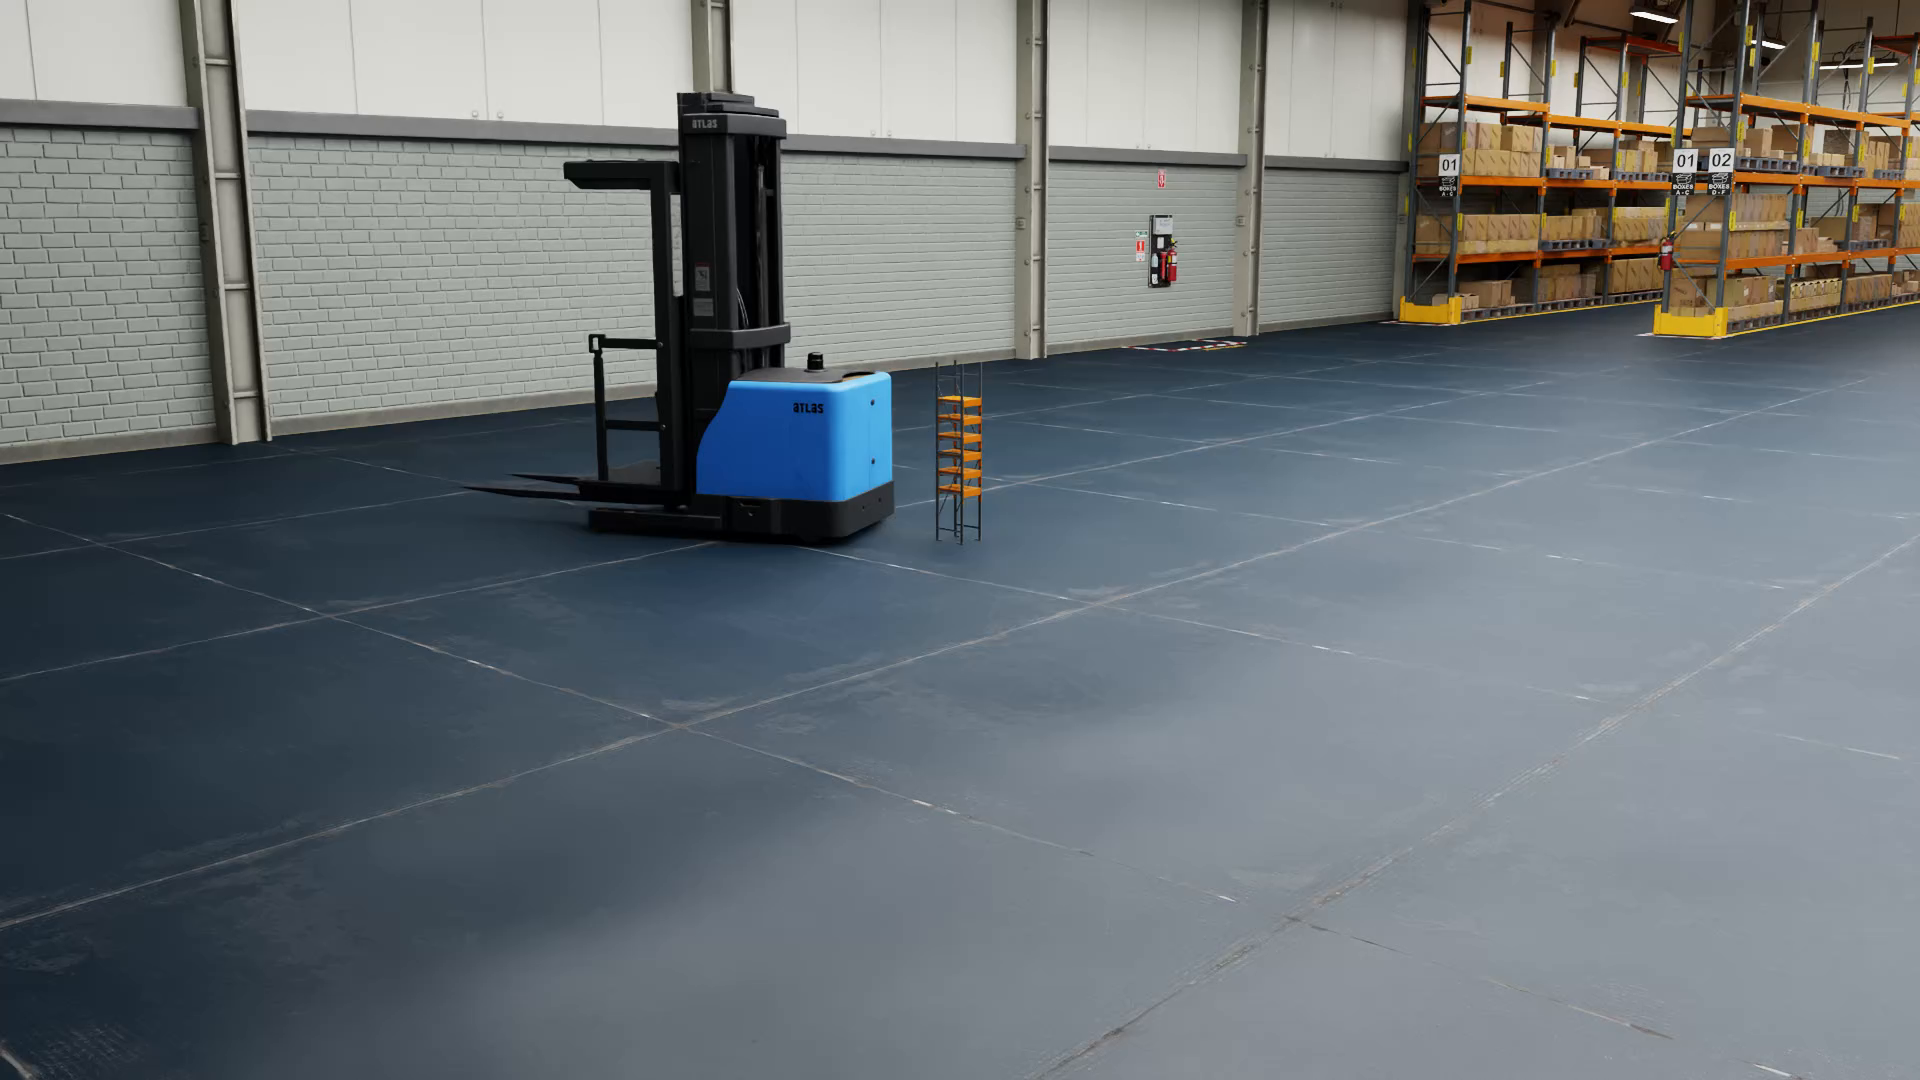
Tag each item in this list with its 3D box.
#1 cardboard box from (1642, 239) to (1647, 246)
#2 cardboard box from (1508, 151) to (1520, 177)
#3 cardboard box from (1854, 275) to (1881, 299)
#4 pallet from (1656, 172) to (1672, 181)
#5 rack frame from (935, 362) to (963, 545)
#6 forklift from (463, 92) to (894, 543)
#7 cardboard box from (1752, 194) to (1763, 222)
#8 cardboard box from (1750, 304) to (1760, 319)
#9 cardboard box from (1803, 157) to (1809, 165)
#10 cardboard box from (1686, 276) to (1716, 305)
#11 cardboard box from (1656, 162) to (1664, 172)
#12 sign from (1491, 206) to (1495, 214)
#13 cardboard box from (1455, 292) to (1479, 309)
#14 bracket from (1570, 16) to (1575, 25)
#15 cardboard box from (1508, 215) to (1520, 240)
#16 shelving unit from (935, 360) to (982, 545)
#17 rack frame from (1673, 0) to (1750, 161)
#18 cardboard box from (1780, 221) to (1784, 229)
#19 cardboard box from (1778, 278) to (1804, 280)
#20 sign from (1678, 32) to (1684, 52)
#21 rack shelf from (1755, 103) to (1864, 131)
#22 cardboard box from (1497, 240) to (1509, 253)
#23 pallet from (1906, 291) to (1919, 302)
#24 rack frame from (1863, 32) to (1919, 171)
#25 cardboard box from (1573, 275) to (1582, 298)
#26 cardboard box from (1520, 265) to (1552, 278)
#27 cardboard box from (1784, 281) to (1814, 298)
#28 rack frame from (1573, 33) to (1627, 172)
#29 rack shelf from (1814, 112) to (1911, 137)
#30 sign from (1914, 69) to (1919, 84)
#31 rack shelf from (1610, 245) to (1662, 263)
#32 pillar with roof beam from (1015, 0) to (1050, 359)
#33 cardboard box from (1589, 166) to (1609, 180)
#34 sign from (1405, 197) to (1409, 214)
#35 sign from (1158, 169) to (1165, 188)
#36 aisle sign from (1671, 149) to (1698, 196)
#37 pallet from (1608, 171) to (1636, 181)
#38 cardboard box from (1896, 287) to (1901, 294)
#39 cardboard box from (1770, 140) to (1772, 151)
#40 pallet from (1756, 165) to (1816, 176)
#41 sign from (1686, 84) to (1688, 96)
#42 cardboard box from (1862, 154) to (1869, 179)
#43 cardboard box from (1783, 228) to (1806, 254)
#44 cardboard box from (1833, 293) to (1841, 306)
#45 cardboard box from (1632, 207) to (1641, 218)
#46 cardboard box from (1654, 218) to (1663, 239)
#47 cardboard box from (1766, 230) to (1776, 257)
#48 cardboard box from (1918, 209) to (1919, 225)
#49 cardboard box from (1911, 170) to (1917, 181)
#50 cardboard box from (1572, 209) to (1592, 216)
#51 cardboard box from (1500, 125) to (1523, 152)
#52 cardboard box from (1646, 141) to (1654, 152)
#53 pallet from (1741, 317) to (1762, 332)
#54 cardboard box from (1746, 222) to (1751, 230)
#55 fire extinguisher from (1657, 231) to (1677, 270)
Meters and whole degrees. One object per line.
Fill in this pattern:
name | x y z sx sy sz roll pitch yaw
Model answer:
cardboard box | 16.200 -7.123 39.807 0.380 0.149 0.250 9 15 39
cardboard box | 10.973 -7.592 33.597 0.500 0.500 0.500 9 14 38
cardboard box | 20.031 -5.599 36.845 0.500 0.500 0.500 10 15 41
pallet | 17.630 -9.051 41.435 1.003 0.211 1.213 10 15 40
rack frame | -0.070 -0.573 11.016 0.240 1.200 0.006 10 15 40
forklift | -2.041 -1.568 11.579 3.031 2.935 1.130 4 12 18
cardboard box | 14.243 -6.085 30.451 0.700 0.500 0.500 10 15 40
cardboard box | 14.397 -4.227 30.664 0.500 0.250 0.500 10 15 40
cardboard box | 16.299 -7.461 32.561 0.500 0.250 0.500 8 14 35
cardboard box | 13.664 -4.590 30.570 0.500 0.500 0.500 10 15 40
cardboard box | 17.358 -9.288 41.450 0.500 0.250 0.500 10 15 41
sign | 11.382 -6.966 35.475 0.100 0.325 0.005 10 15 40
cardboard box | 10.061 -4.810 33.377 0.500 0.311 0.500 -11 15 -43
bracket | 13.474 -11.558 36.916 0.235 0.232 0.430 10 15 40
cardboard box | 11.056 -6.375 33.887 0.500 0.500 0.500 9 15 39
shelving unit | -0.010 -0.586 11.083 0.258 1.200 0.189 10 15 40
rack frame | 12.884 -8.041 28.493 1.000 3.000 0.127 10 15 40
cardboard box | 15.341 -5.951 31.434 0.380 0.149 0.250 9 15 39
cardboard box | 17.258 -5.291 34.559 0.500 0.311 0.500 9 15 39
sign | 12.486 -8.610 28.756 0.100 0.325 0.005 10 15 40
rack shelf | 16.845 -8.375 33.023 1.077 0.370 4.000 10 15 40
cardboard box | 10.729 -5.932 33.586 0.500 0.250 0.500 10 15 41
pallet | 22.870 -5.957 40.496 1.003 0.211 1.213 10 15 40
rack frame | 20.805 -9.806 37.333 1.000 3.000 0.127 10 15 40
cardboard box | 13.578 -5.732 37.511 0.700 0.500 0.500 10 15 40
cardboard box | 12.563 -5.861 36.239 0.500 0.250 0.500 9 15 39
cardboard box | 16.660 -4.998 33.091 0.500 0.311 0.500 9 14 38
rack frame | 14.442 -9.858 37.590 1.000 3.000 0.127 10 15 40
rack shelf | 19.485 -8.963 35.969 1.077 0.370 4.000 10 15 40
sign | 21.226 -10.271 36.871 0.100 0.325 0.005 10 15 40
rack shelf | 15.762 -6.857 39.722 1.077 0.370 4.000 10 15 40
pillar with roof beam | 4.285 -6.573 21.147 9.100 9.000 0.400 10 15 40
cardboard box | 14.169 -8.212 37.186 0.500 0.311 0.500 10 15 40
sign | 8.757 -6.536 32.515 0.100 0.325 0.005 10 15 40
sign | 3.272 -5.861 26.977 0.001 0.298 0.199 10 15 40
aisle sign | 12.620 -6.402 28.968 0.394 0.787 0.004 10 15 40
pallet | 14.827 -8.396 38.411 1.213 0.211 1.003 11 16 43
cardboard box | 21.809 -5.853 38.968 0.380 0.166 0.250 10 15 40
cardboard box | 14.994 -7.442 31.469 0.500 0.500 0.500 -11 15 -43
pallet | 16.097 -7.196 32.411 0.805 0.209 1.217 9 14 38
sign | 17.497 -10.875 40.095 0.100 0.325 0.005 10 15 40
cardboard box | 18.764 -7.939 35.389 0.910 0.500 0.500 10 15 40
cardboard box | 16.392 -5.925 32.961 0.500 0.500 0.500 -11 16 -43
cardboard box | 18.001 -5.024 34.657 0.500 0.250 0.500 10 15 42
cardboard box | 15.616 -7.675 38.998 0.500 0.250 0.500 10 15 41
cardboard box | 16.637 -7.532 40.198 0.500 0.500 0.500 10 15 41
cardboard box | 14.893 -5.592 31.294 0.700 0.500 0.500 10 15 40
cardboard box | 22.348 -7.664 39.117 0.500 0.500 0.500 10 15 42
cardboard box | 21.645 -8.374 38.205 0.500 0.250 0.500 10 15 40
cardboard box | 14.035 -7.395 37.541 0.380 0.149 0.250 7 13 31
cardboard box | 10.983 -8.078 33.481 0.500 0.500 0.500 9 14 38
cardboard box | 16.402 -9.495 40.141 0.500 0.250 0.500 -11 16 -43
pallet | 14.163 -4.028 30.839 1.003 0.211 1.213 10 15 40
cardboard box | 13.985 -5.648 29.919 0.380 0.149 0.250 9 14 38
fire extinguisher | 12.457 -5.104 29.302 0.296 0.674 0.183 10 15 40
